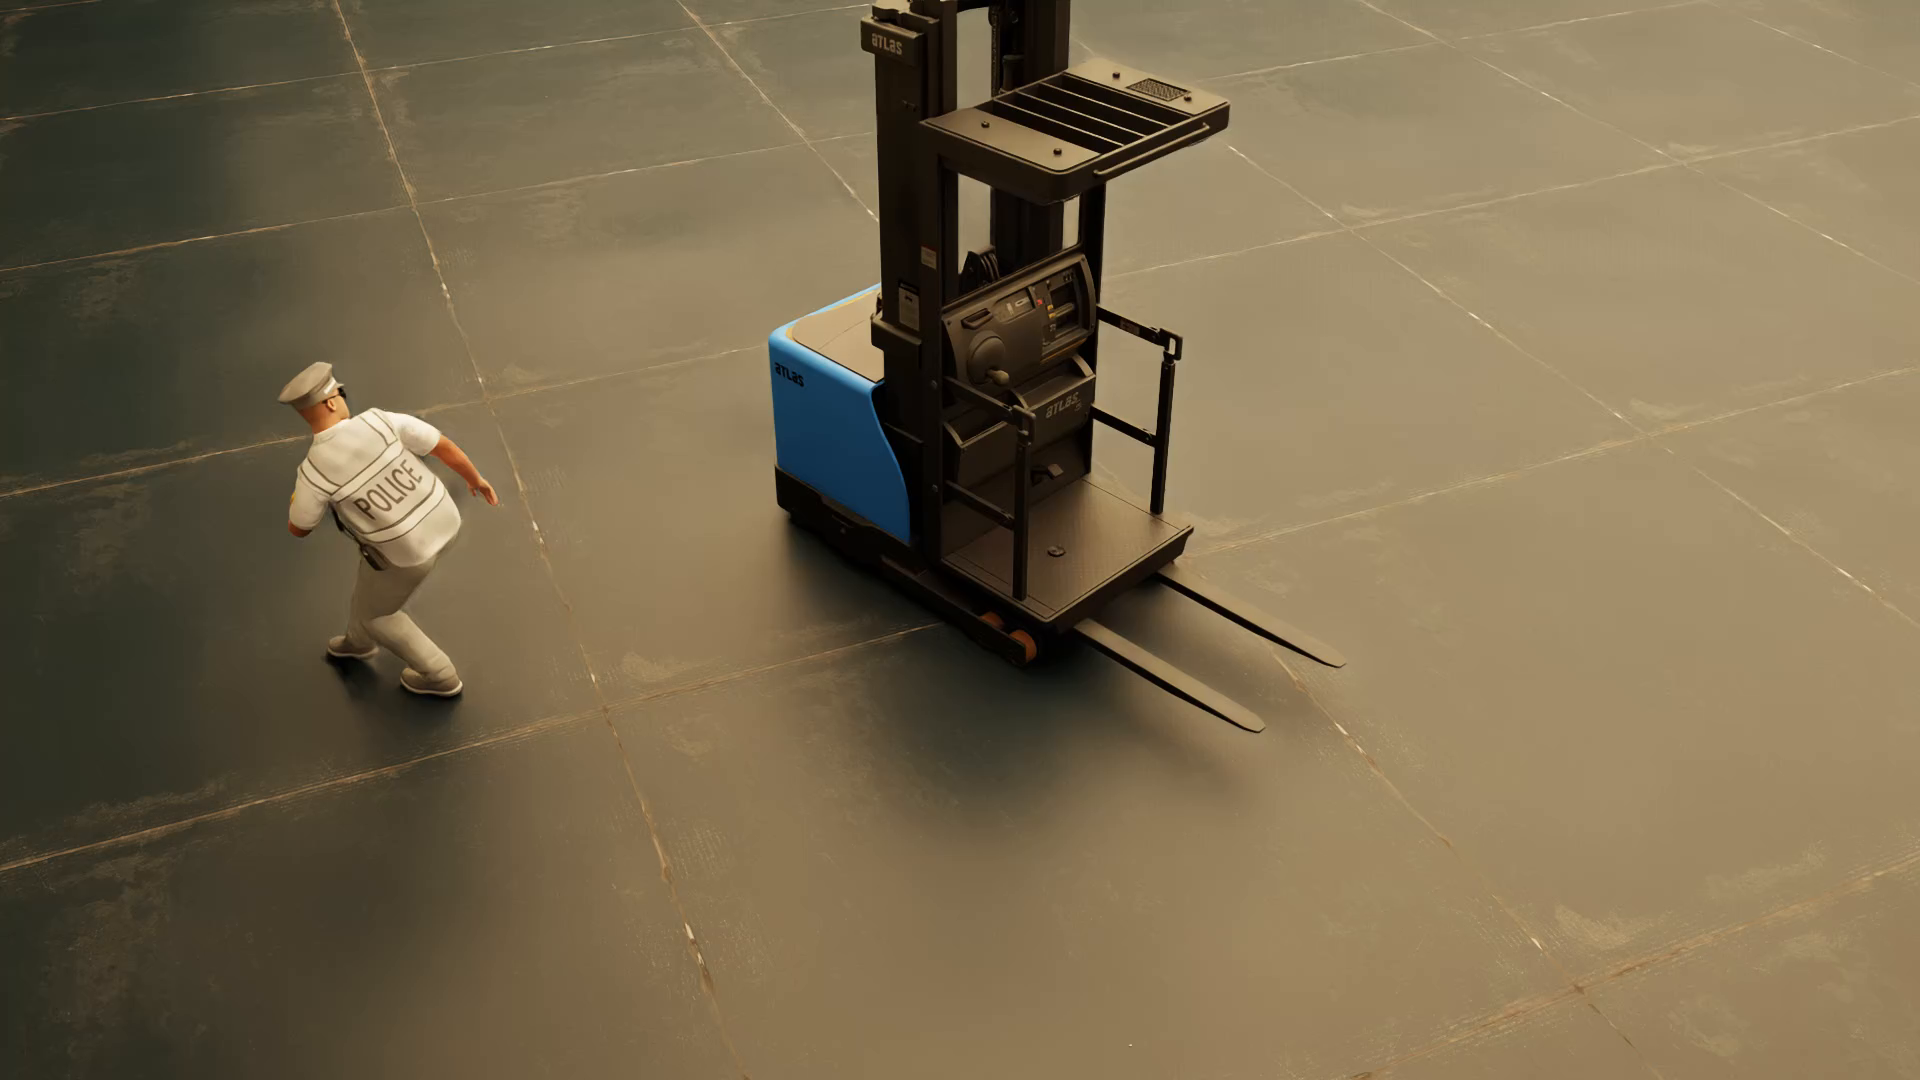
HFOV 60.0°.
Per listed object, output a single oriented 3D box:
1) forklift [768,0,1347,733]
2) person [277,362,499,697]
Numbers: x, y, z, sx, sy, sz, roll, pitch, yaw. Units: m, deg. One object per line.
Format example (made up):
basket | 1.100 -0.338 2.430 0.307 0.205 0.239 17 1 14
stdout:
forklift | 0.432 -0.946 7.429 3.031 2.935 1.130 30 45 35
person | -2.590 -0.085 7.387 0.795 1.593 0.777 18 39 23
